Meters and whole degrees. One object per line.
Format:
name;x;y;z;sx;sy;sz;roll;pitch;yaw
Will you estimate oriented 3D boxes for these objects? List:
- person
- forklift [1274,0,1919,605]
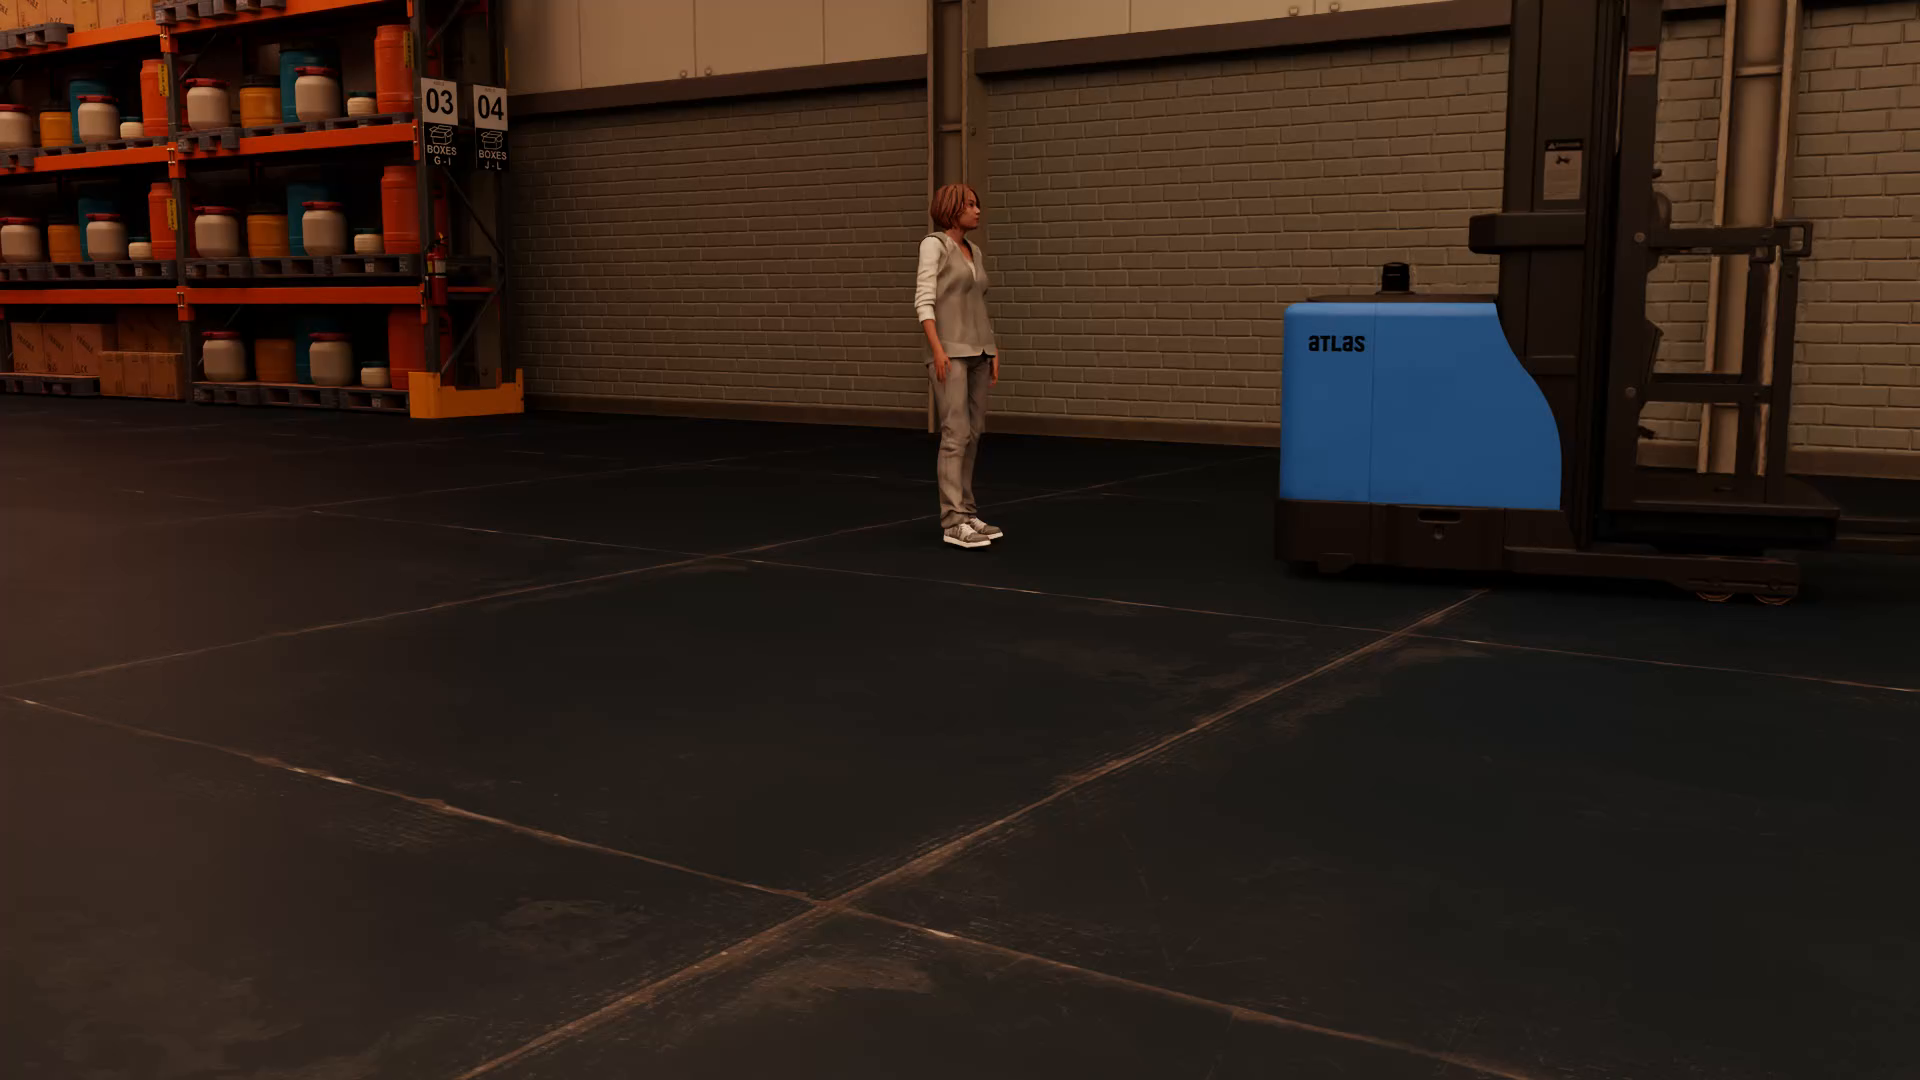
person;0.054;-0.791;7.437;0.473;1.599;0.520;5;10;34
forklift;2.823;-1.301;6.343;3.031;2.935;1.130;3;9;19
